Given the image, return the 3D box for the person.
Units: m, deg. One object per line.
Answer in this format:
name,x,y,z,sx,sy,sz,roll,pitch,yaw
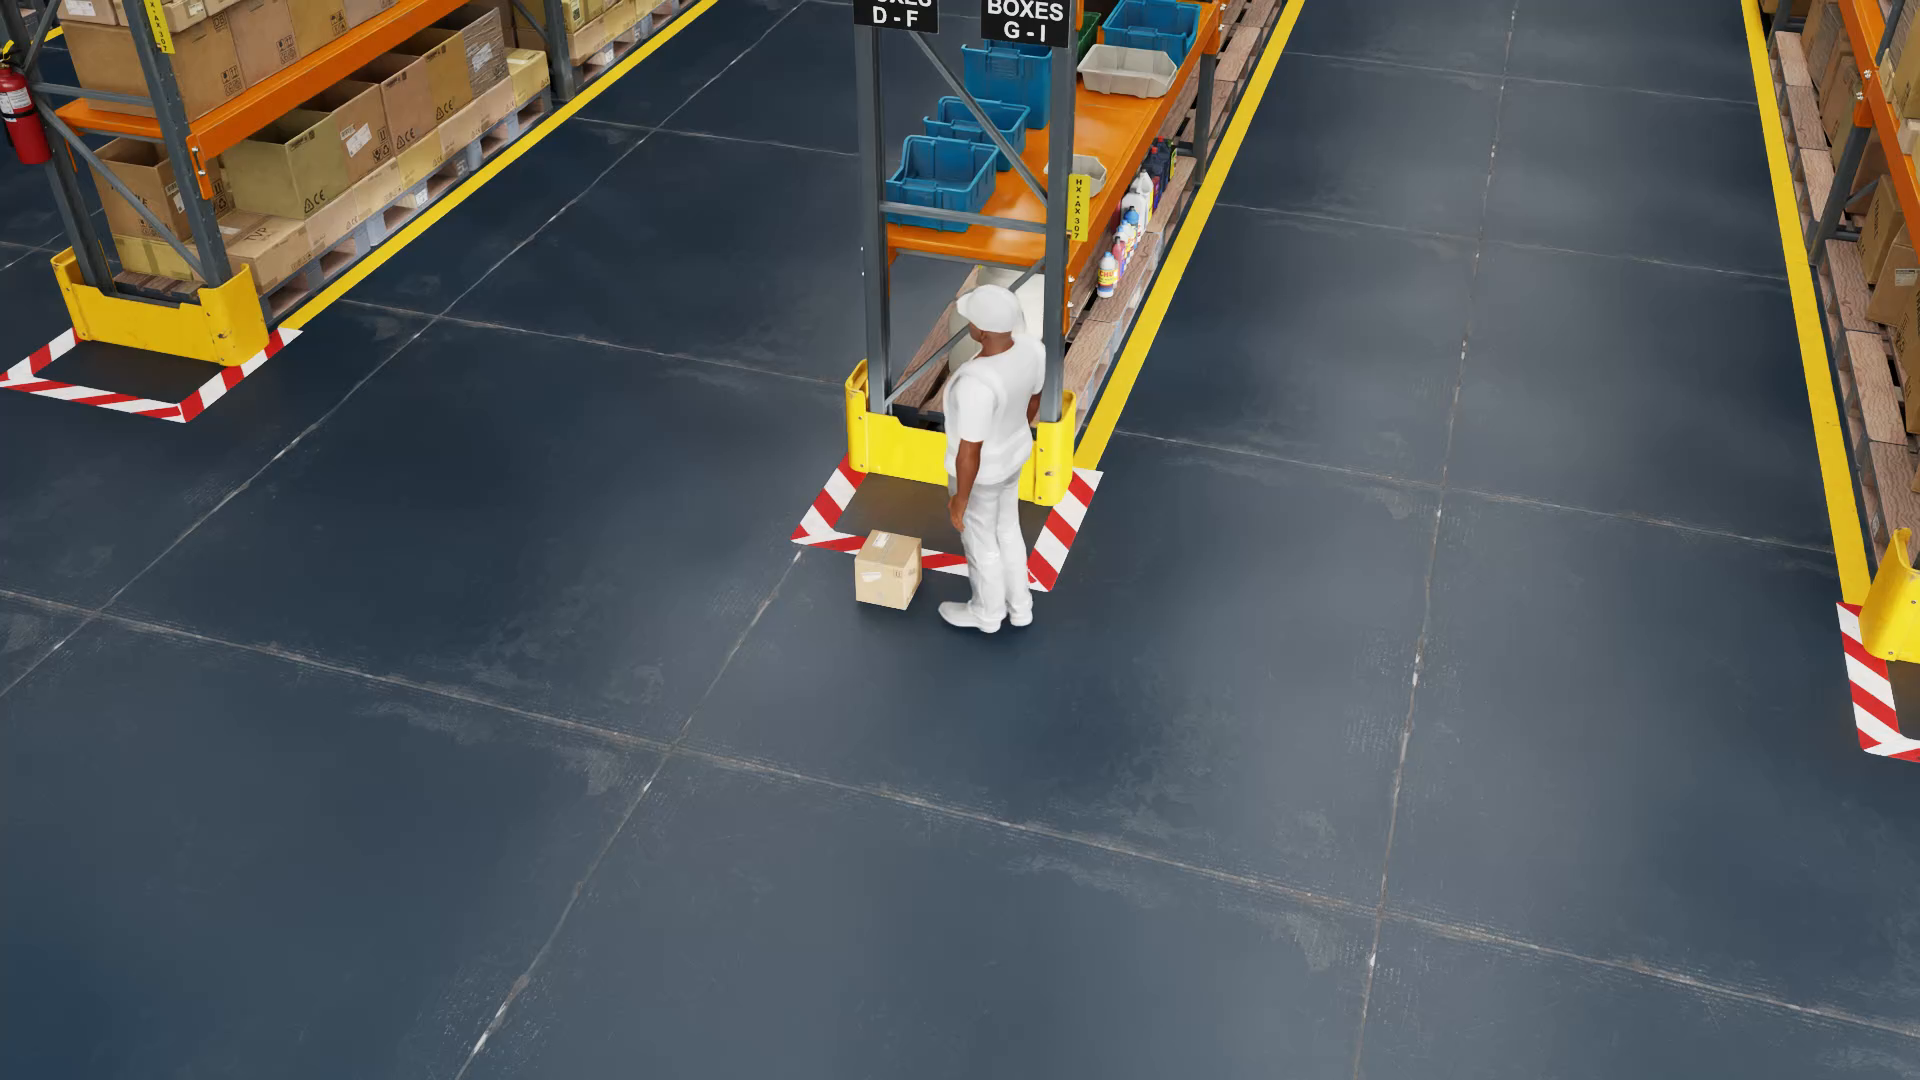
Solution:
person,0.132,-0.343,7.307,0.405,1.768,0.623,23,43,28
